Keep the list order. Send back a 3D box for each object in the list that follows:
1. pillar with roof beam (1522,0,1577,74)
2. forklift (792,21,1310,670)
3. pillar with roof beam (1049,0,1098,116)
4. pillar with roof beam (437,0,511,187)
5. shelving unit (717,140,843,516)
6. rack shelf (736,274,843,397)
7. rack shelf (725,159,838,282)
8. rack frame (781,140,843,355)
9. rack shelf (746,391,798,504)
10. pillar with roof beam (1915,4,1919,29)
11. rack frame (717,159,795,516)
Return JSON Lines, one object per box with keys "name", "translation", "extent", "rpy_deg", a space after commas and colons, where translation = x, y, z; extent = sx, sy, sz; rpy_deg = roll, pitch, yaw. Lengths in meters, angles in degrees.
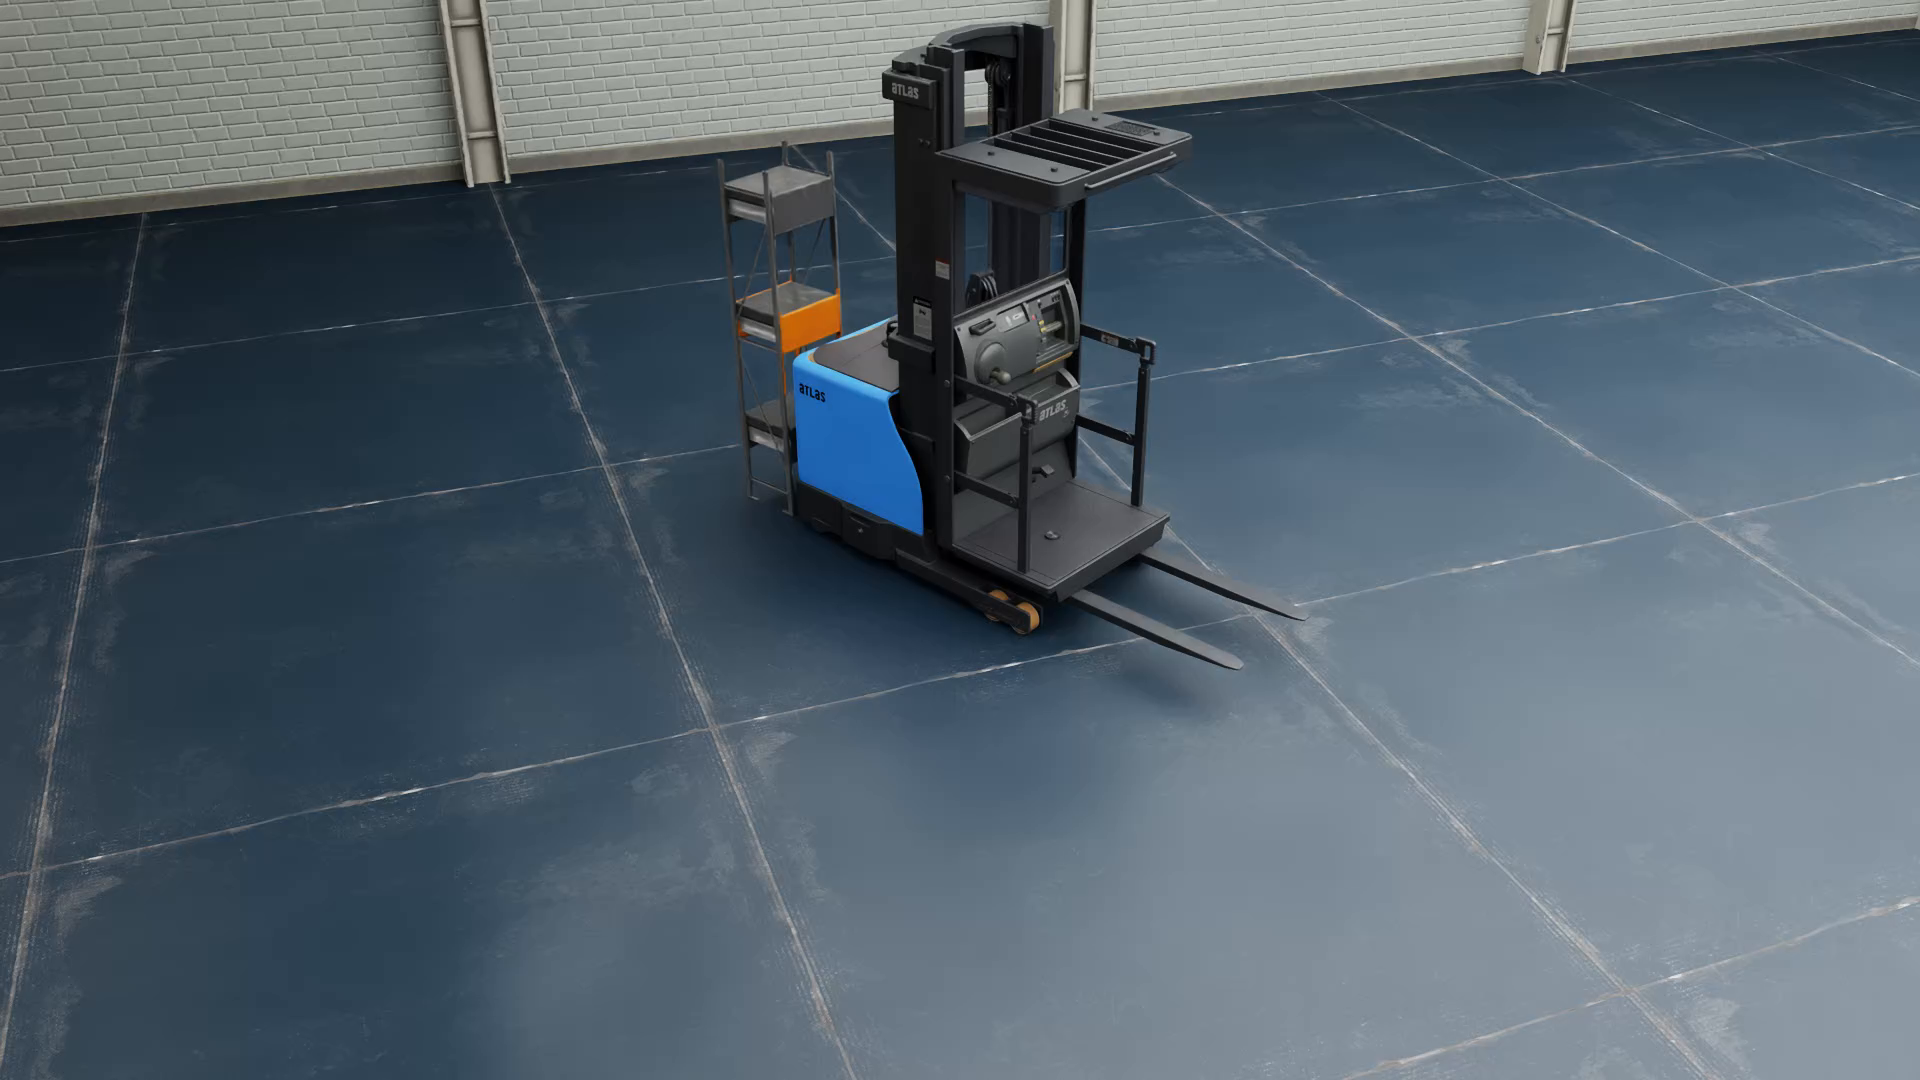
{"name": "pillar with roof beam", "translation": [8.282, -7.384, 13.620], "extent": [0.400, 9.000, 9.100], "rpy_deg": [-10, 31, -18]}
{"name": "forklift", "translation": [0.467, -1.066, 8.659], "extent": [3.031, 2.935, 1.130], "rpy_deg": [24, 37, 36]}
{"name": "pillar with roof beam", "translation": [2.659, -6.348, 11.802], "extent": [0.400, 9.000, 9.100], "rpy_deg": [-10, 31, -18]}
{"name": "pillar with roof beam", "translation": [-2.965, -5.313, 9.985], "extent": [0.400, 9.000, 9.100], "rpy_deg": [-10, 31, -18]}
{"name": "shelving unit", "translation": [-1.008, -1.216, 9.752], "extent": [0.431, 2.100, 0.503], "rpy_deg": [22, 36, 36]}
{"name": "rack shelf", "translation": [-1.008, -1.204, 9.759], "extent": [0.431, 0.518, 0.480], "rpy_deg": [22, 36, 36]}
{"name": "rack shelf", "translation": [-1.021, -1.818, 9.423], "extent": [0.431, 0.518, 0.480], "rpy_deg": [22, 36, 36]}
{"name": "rack frame", "translation": [-0.848, -1.307, 9.912], "extent": [0.400, 2.100, 0.015], "rpy_deg": [22, 36, 36]}
{"name": "rack shelf", "translation": [-0.995, -0.590, 10.095], "extent": [0.431, 0.518, 0.480], "rpy_deg": [22, 36, 36]}
{"name": "pillar with roof beam", "translation": [13.906, -8.420, 15.438], "extent": [0.400, 9.000, 9.100], "rpy_deg": [-10, 31, -18]}
{"name": "rack frame", "translation": [-1.168, -1.125, 9.592], "extent": [0.400, 2.100, 0.015], "rpy_deg": [22, 36, 36]}
